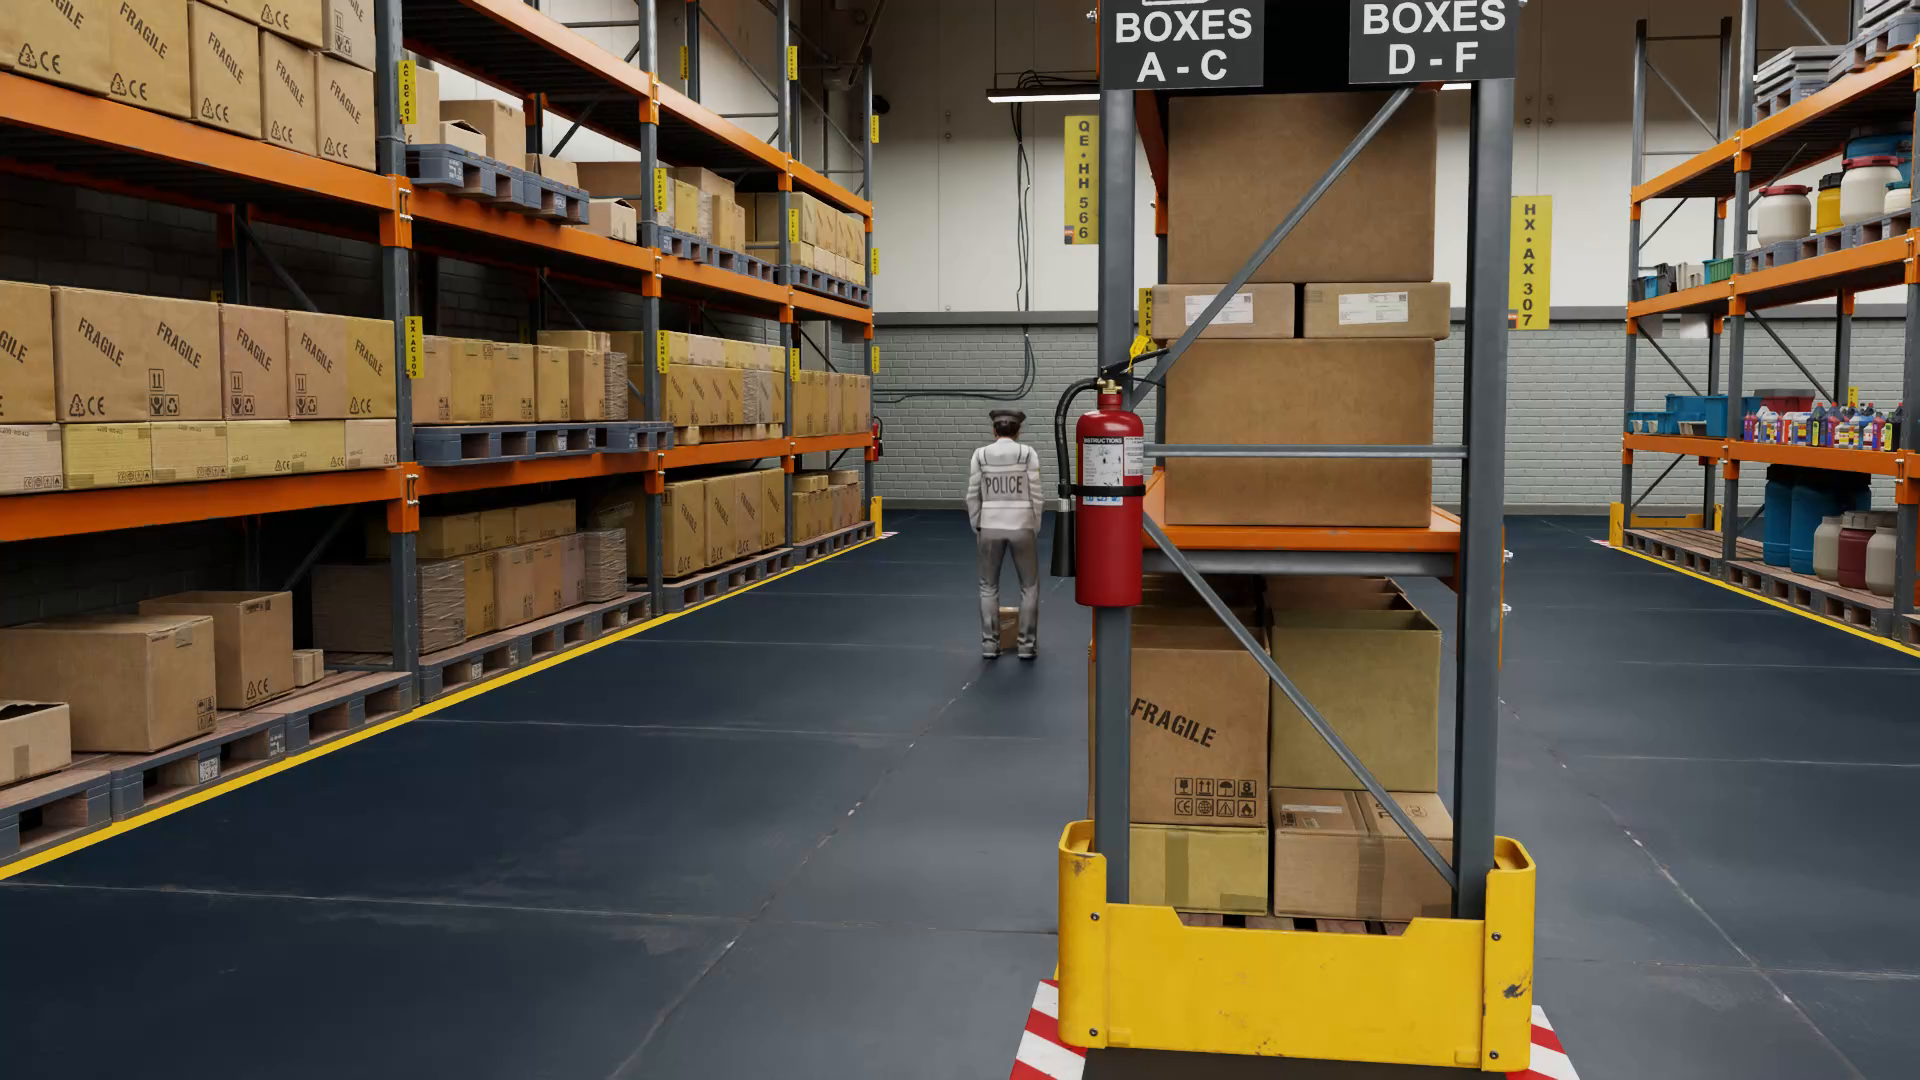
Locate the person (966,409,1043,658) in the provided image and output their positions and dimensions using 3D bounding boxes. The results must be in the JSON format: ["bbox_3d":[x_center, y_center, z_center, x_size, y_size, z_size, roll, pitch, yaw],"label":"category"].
[{"bbox_3d":[0.291,-0.038,10.772,0.504,1.614,0.465,1,5,10],"label":"person"}]
